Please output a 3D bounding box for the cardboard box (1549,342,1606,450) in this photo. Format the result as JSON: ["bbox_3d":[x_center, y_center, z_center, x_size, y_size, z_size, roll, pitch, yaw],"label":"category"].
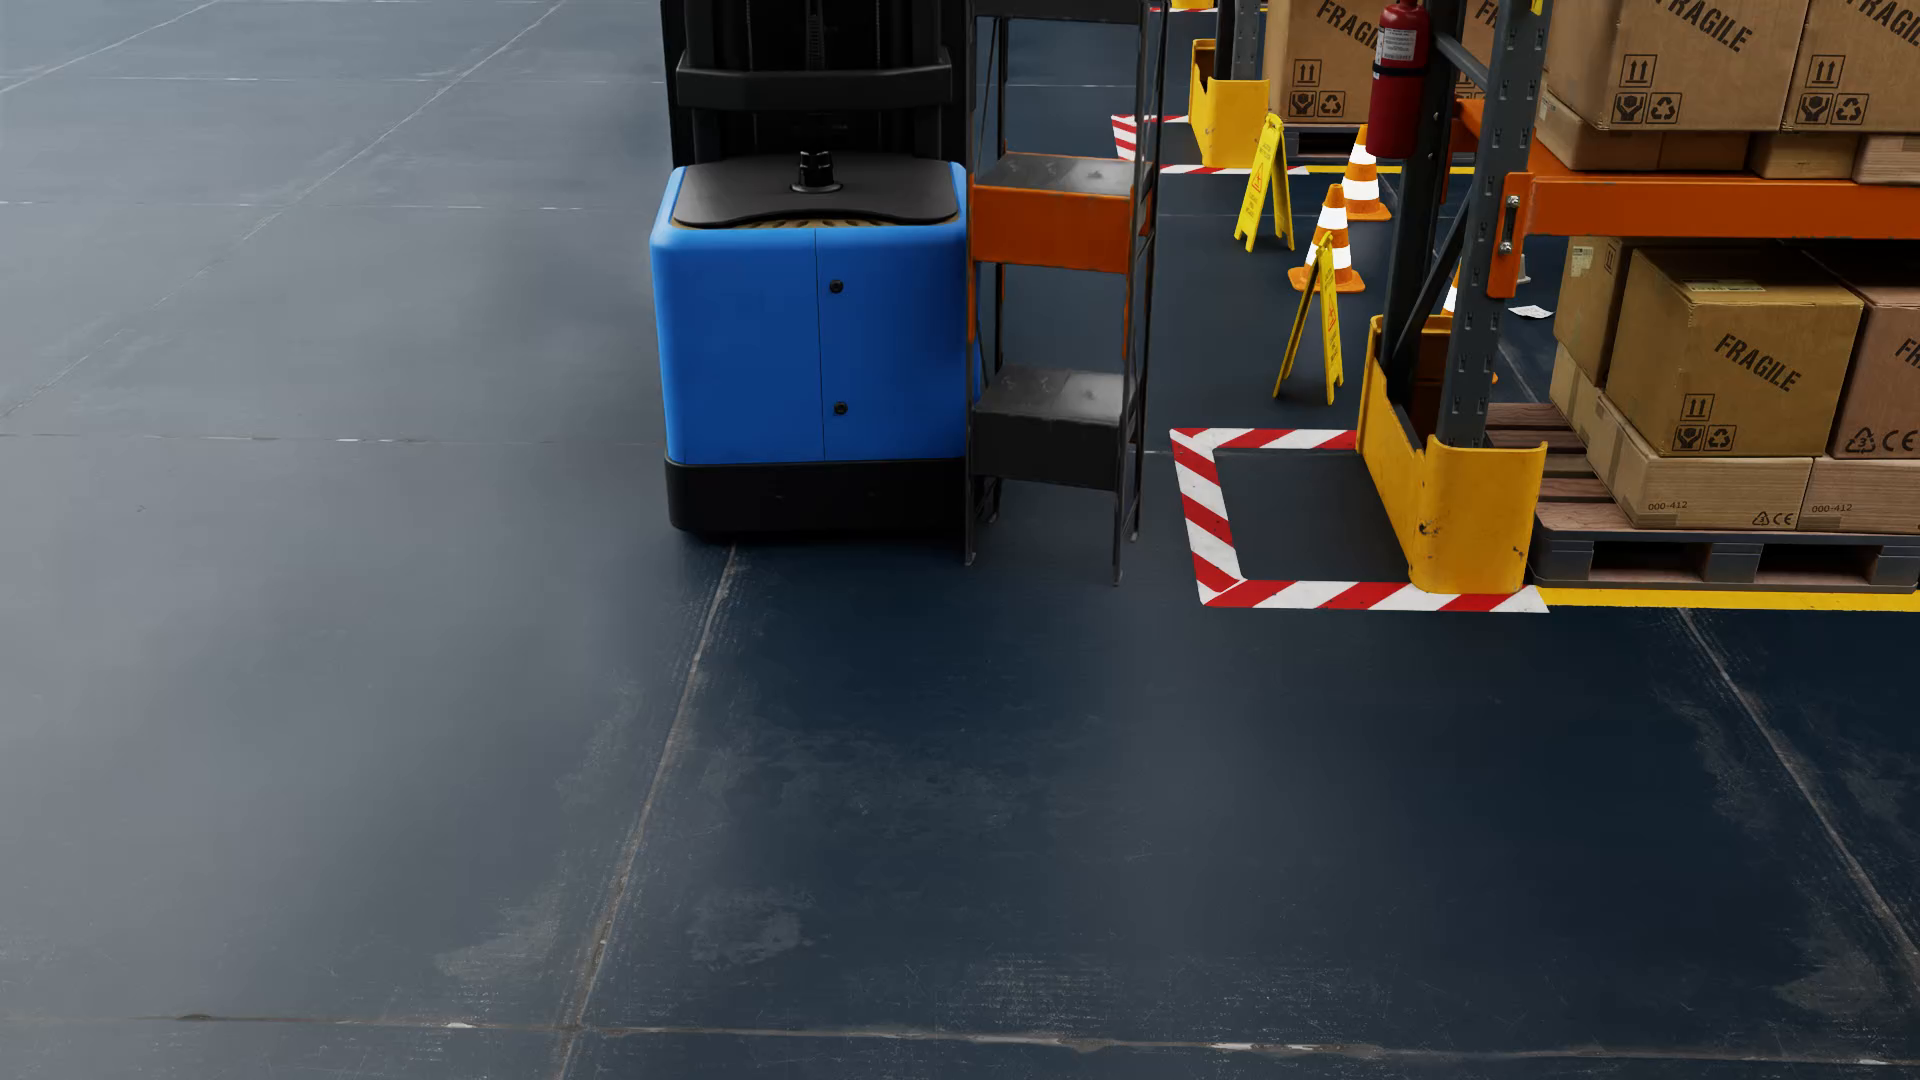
[{"bbox_3d":[2.400,-0.512,5.818,0.500,0.250,0.500,1,28,2],"label":"cardboard box"}]

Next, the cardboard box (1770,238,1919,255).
[{"bbox_3d":[2.890,-0.833,5.622,0.500,0.500,0.500,2,28,4],"label":"cardboard box"}]

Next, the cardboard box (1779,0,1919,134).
[{"bbox_3d":[2.540,-1.460,4.694,0.500,0.500,0.500,2,28,3],"label":"cardboard box"}]

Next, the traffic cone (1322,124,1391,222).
[{"bbox_3d":[2.113,-1.953,8.758,0.334,0.463,0.336,1,28,2],"label":"traffic cone"}]

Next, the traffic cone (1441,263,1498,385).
[{"bbox_3d":[2.034,-0.905,6.780,0.334,0.463,0.336,1,28,2],"label":"traffic cone"}]

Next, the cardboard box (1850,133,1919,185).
[{"bbox_3d":[2.658,-1.150,4.802,0.250,0.149,0.380,1,28,3],"label":"cardboard box"}]

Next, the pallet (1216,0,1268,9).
[{"bbox_3d":[2.795,-4.804,14.405,1.213,0.211,1.003,1,28,2],"label":"pallet"}]

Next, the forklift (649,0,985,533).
[{"bbox_3d":[-0.532,-1.975,6.164,1.130,2.935,3.031,-2,28,-3],"label":"forklift"}]

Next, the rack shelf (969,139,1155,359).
[{"bbox_3d":[0.313,-0.886,5.026,0.480,0.518,0.431,7,29,14],"label":"rack shelf"}]

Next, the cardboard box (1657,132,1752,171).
[{"bbox_3d":[2.143,-1.218,4.931,0.250,0.149,0.380,1,28,3],"label":"cardboard box"}]

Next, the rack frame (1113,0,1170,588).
[{"bbox_3d":[0.548,-0.868,4.962,0.015,2.100,0.400,7,29,14],"label":"rack frame"}]

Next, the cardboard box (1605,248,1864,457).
[{"bbox_3d":[2.379,-0.588,5.161,0.500,0.500,0.500,0,28,0],"label":"cardboard box"}]

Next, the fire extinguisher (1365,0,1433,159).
[{"bbox_3d":[1.460,-1.612,5.489,0.183,0.674,0.296,1,28,2],"label":"fire extinguisher"}]

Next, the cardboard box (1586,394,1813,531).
[{"bbox_3d":[2.355,-0.257,5.337,0.500,0.250,0.500,1,28,1],"label":"cardboard box"}]

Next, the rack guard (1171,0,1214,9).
[{"bbox_3d":[1.984,-4.962,14.394,0.348,0.500,1.175,1,28,2],"label":"rack guard"}]

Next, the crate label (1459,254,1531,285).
[{"bbox_3d":[2.521,-1.302,7.877,0.298,0.136,0.250,-14,31,-24],"label":"crate label"}]

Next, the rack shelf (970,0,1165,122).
[{"bbox_3d":[0.313,-1.504,4.698,0.480,0.518,0.431,7,29,14],"label":"rack shelf"}]

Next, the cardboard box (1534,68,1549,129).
[{"bbox_3d":[1.940,-1.412,5.296,0.250,0.149,0.380,2,28,4],"label":"cardboard box"}]

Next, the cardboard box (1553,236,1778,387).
[{"bbox_3d":[2.368,-0.840,5.636,0.500,0.500,0.500,1,28,2],"label":"cardboard box"}]

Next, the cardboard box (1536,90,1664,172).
[{"bbox_3d":[1.891,-1.215,4.926,0.250,0.149,0.380,1,28,2],"label":"cardboard box"}]

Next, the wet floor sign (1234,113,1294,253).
[{"bbox_3d":[1.533,-1.781,8.238,0.232,0.644,0.267,-4,28,-7],"label":"wet floor sign"}]

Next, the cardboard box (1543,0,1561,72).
[{"bbox_3d":[2.111,-1.724,5.194,0.500,0.500,0.500,0,28,1],"label":"cardboard box"}]

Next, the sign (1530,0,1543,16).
[{"bbox_3d":[1.539,-1.557,4.378,0.005,0.325,0.100,1,28,2],"label":"sign"}]

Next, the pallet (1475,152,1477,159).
[{"bbox_3d":[3.650,-2.517,10.091,1.213,0.211,1.003,1,28,2],"label":"pallet"}]

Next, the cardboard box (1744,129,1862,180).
[{"bbox_3d":[2.406,-1.175,4.850,0.250,0.149,0.380,0,28,0],"label":"cardboard box"}]

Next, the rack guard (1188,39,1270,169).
[{"bbox_3d":[1.608,-2.643,10.020,0.348,0.500,1.175,1,28,2],"label":"rack guard"}]

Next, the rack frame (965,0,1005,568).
[{"bbox_3d":[0.077,-0.928,5.076,0.015,2.100,0.400,7,29,14],"label":"rack frame"}]

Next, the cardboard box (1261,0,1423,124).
[{"bbox_3d":[2.312,-3.014,9.871,0.875,0.875,0.875,1,28,2],"label":"cardboard box"}]

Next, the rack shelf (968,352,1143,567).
[{"bbox_3d":[0.312,-0.268,5.354,0.480,0.518,0.431,7,29,14],"label":"rack shelf"}]

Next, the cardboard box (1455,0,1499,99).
[{"bbox_3d":[3.192,-3.000,9.845,0.875,0.875,0.875,1,28,1],"label":"cardboard box"}]

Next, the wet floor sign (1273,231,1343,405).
[{"bbox_3d":[1.406,-0.893,6.562,0.232,0.644,0.267,11,30,19],"label":"wet floor sign"}]

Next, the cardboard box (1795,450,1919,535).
[{"bbox_3d":[2.865,-0.245,5.314,0.500,0.250,0.500,2,28,4],"label":"cardboard box"}]

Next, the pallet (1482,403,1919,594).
[{"bbox_3d":[2.445,-0.166,5.654,1.213,0.211,1.003,1,28,2],"label":"pallet"}]

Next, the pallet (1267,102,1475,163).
[{"bbox_3d":[2.434,-2.539,10.131,1.213,0.211,1.003,1,28,2],"label":"pallet"}]

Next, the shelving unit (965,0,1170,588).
[{"bbox_3d":[0.313,-0.898,5.019,0.503,2.100,0.431,7,29,14],"label":"shelving unit"}]

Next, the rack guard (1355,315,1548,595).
[{"bbox_3d":[1.634,-0.323,5.643,0.348,0.500,1.175,1,28,2],"label":"rack guard"}]

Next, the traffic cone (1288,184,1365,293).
[{"bbox_3d":[1.733,-1.430,7.771,0.334,0.463,0.336,1,28,2],"label":"traffic cone"}]

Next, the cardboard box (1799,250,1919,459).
[{"bbox_3d":[2.901,-0.581,5.148,0.500,0.500,0.500,0,28,0],"label":"cardboard box"}]

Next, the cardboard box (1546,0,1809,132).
[{"bbox_3d":[2.022,-1.467,4.707,0.500,0.500,0.500,1,28,1],"label":"cardboard box"}]

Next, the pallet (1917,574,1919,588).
[{"bbox_3d":[3.661,-0.144,5.614,1.213,0.211,1.003,1,28,2],"label":"pallet"}]

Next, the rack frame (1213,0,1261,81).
[{"bbox_3d":[1.632,-3.747,9.434,0.127,3.000,1.000,1,28,2],"label":"rack frame"}]

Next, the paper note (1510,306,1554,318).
[{"bbox_3d":[2.573,-1.033,7.484,0.142,0.019,0.148,-9,29,-16],"label":"paper note"}]

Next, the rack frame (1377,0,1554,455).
[{"bbox_3d":[1.558,-1.429,5.060,0.127,3.000,1.000,1,28,2],"label":"rack frame"}]

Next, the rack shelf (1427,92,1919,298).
[{"bbox_3d":[3.557,-1.078,5.166,4.000,0.370,1.077,1,28,2],"label":"rack shelf"}]
